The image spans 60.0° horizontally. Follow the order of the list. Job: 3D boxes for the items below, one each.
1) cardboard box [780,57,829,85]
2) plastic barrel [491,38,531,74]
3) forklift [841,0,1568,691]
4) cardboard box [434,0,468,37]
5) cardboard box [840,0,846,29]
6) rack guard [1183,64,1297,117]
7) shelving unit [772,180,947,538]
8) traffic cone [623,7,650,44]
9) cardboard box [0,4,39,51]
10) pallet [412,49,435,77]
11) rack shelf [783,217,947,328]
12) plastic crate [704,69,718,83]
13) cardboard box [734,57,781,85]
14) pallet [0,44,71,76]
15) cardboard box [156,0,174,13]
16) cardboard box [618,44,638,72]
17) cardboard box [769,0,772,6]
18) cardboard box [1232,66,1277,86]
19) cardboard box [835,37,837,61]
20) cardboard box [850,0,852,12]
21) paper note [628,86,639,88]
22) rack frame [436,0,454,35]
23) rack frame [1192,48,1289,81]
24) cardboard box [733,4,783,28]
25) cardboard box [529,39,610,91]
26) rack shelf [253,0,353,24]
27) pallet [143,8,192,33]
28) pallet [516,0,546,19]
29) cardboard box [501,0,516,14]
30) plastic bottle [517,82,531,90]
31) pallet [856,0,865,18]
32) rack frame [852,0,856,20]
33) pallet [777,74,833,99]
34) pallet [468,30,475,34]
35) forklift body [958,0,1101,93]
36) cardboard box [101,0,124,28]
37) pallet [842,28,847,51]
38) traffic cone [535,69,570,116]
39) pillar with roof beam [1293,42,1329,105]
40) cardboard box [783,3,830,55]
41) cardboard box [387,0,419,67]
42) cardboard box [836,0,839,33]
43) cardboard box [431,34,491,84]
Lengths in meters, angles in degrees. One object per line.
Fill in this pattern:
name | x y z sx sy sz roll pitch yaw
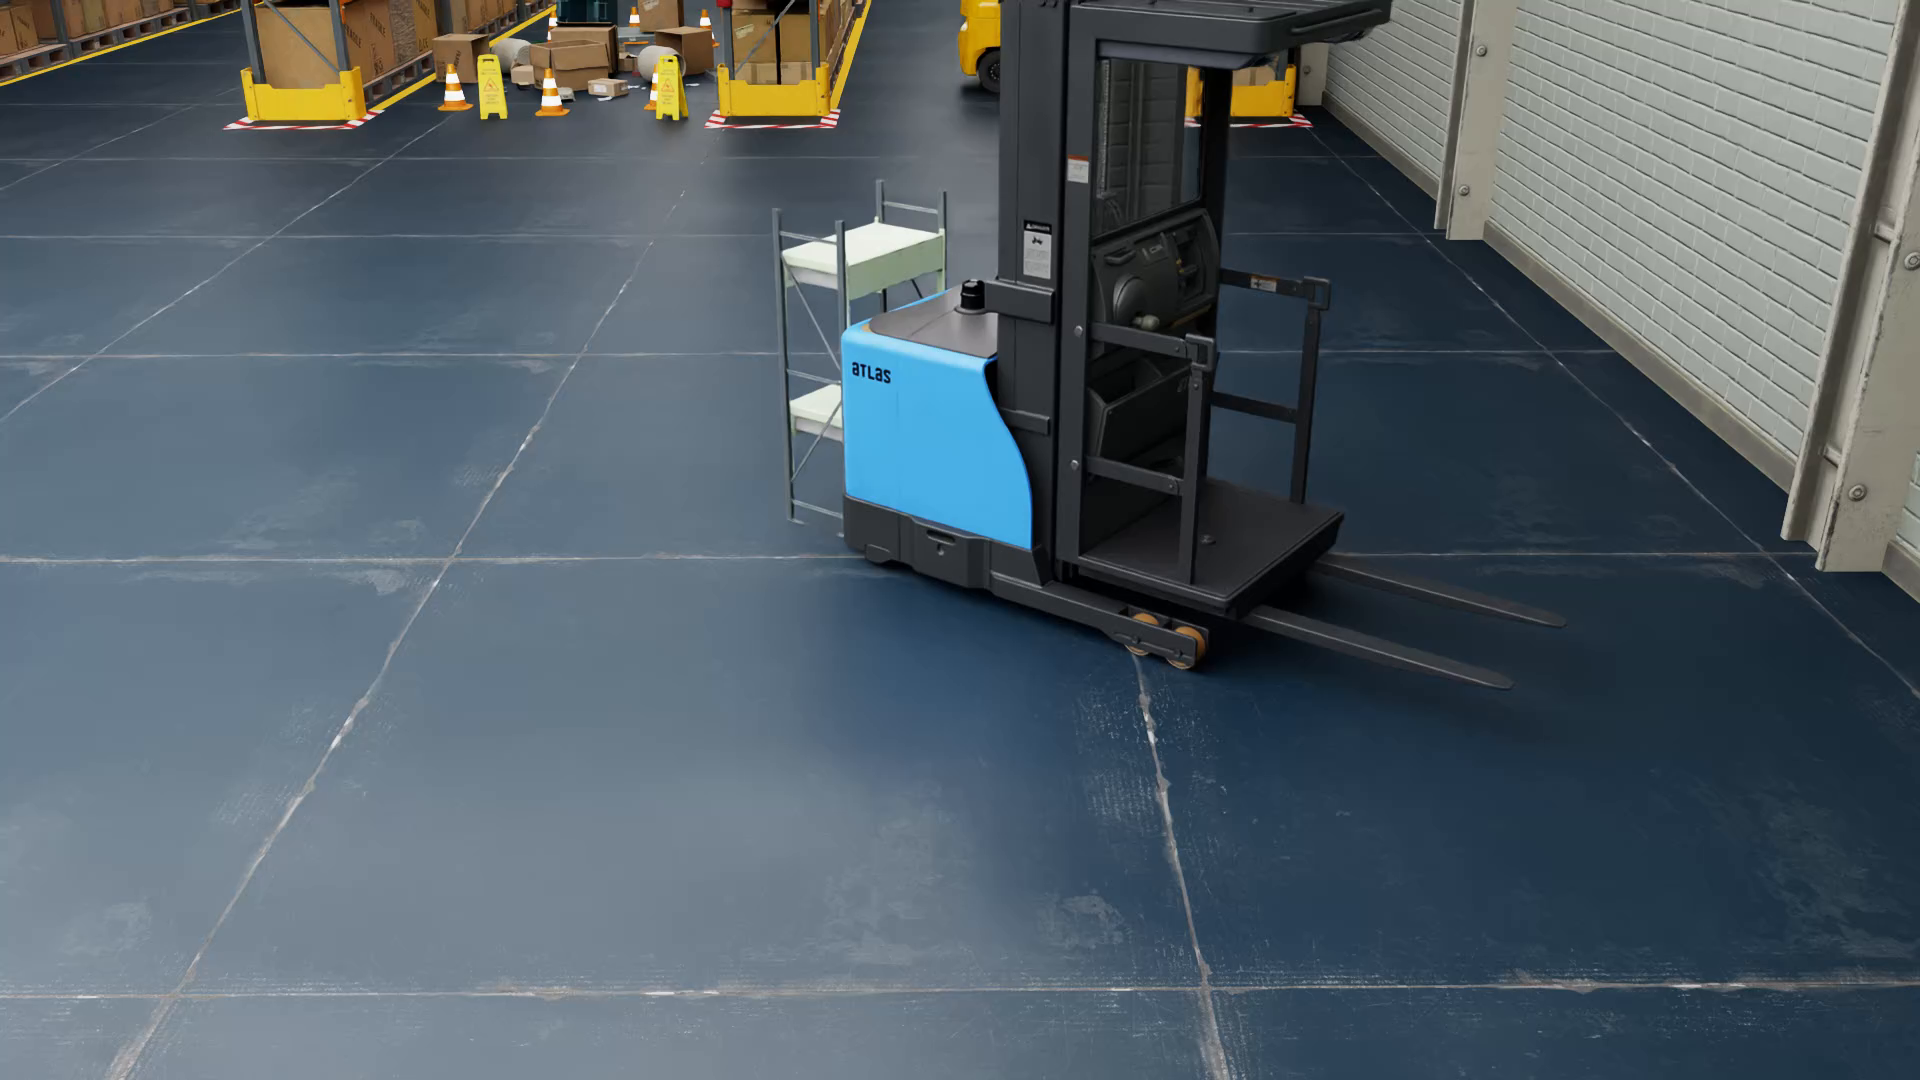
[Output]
cardboard box | -1.719 -5.211 18.458 0.500 0.250 0.500 0 24 -1
plastic barrel | -5.433 -5.888 20.256 0.512 0.421 0.421 19 30 35
forklift | 0.961 -1.070 6.560 3.031 2.935 1.130 17 29 32
cardboard box | -7.076 -6.944 21.685 1.050 0.750 0.750 0 24 -1
cardboard box | -2.050 -7.093 22.472 0.950 0.372 0.625 1 24 3
rack guard | 2.977 -4.813 17.786 1.175 0.500 0.348 0 24 -1
shelving unit | -0.447 -0.855 7.819 0.431 1.500 0.755 17 29 32
traffic cone | -4.447 -7.050 22.777 0.336 0.463 0.334 0 24 -1
cardboard box | -11.976 -6.429 20.850 0.500 0.500 0.500 -1 24 -2
pallet | -7.049 -5.938 20.624 1.003 0.211 1.213 0 24 -1
rack shelf | -0.447 -1.210 7.659 0.431 0.370 0.720 17 29 32
plastic crate | -2.833 -5.606 20.047 0.402 0.080 0.583 -9 26 -19
cardboard box | -2.265 -5.219 18.476 0.500 0.250 0.500 0 24 -1
pallet | -11.897 -5.995 20.749 1.003 0.211 1.213 0 24 -1
cardboard box | -11.956 -7.976 24.244 0.700 0.500 0.500 -2 24 -3
cardboard box | -4.168 -5.996 20.684 0.258 0.266 0.396 -19 31 -36
cardboard box | -2.327 -6.098 18.722 0.380 0.149 0.250 0 24 0
cardboard box | 3.167 -5.104 18.222 0.500 0.250 0.500 0 24 0
cardboard box | -1.739 -5.854 19.880 0.500 0.250 0.500 0 24 0
cardboard box | -2.078 -7.996 24.469 0.950 0.372 0.625 -2 24 -4
paper note | -3.847 -5.312 19.471 0.148 0.019 0.142 8 26 18
rack frame | -6.979 -7.523 20.743 1.000 3.000 0.127 0 24 -1
rack frame | 2.976 -5.962 17.293 1.000 3.000 0.127 0 24 -1
cardboard box | -2.266 -5.763 18.768 0.500 0.500 0.500 1 24 1
cardboard box | -4.538 -5.513 19.330 0.797 0.503 0.637 -19 31 -36
rack shelf | -6.957 -6.371 19.069 1.077 0.370 4.000 0 24 -1
pallet | -11.977 -7.598 24.293 1.003 0.211 1.213 0 24 -1
pallet | -7.030 -8.222 25.674 1.003 0.211 1.213 0 24 -1
cardboard box | -7.106 -8.086 24.209 1.050 0.750 0.750 -1 24 -1
plastic bottle | -5.094 -5.300 19.394 0.133 0.061 0.283 -9 26 -19
pallet | -2.007 -8.290 25.822 1.003 0.211 1.213 0 24 -1
rack frame | -2.074 -9.235 24.529 1.000 3.000 0.127 0 24 -1
pallet | -1.961 -5.034 18.624 1.003 0.211 1.213 0 24 -1
pallet | -7.063 -6.570 22.020 1.003 0.211 1.213 0 24 -1
forklift body | 1.131 -6.349 19.177 2.313 2.155 1.214 0 24 -1
cardboard box | -11.918 -7.284 22.714 0.700 0.500 0.500 -2 24 -5
pallet | -2.041 -6.637 22.168 1.003 0.211 1.213 0 24 -1
traffic cone | -4.388 -4.809 17.821 0.336 0.463 0.334 0 24 -1
pillar with roof beam | -0.435 -8.967 16.657 9.100 9.000 0.400 0 24 -1
cardboard box | -1.730 -5.777 18.801 0.500 0.500 0.500 -1 24 -3
cardboard box | -7.029 -6.115 19.699 0.875 0.875 0.875 0 24 0
cardboard box | -1.748 -6.415 20.210 0.500 0.500 0.500 0 24 0
cardboard box | -5.936 -5.750 19.854 0.500 0.500 0.500 4 25 9
